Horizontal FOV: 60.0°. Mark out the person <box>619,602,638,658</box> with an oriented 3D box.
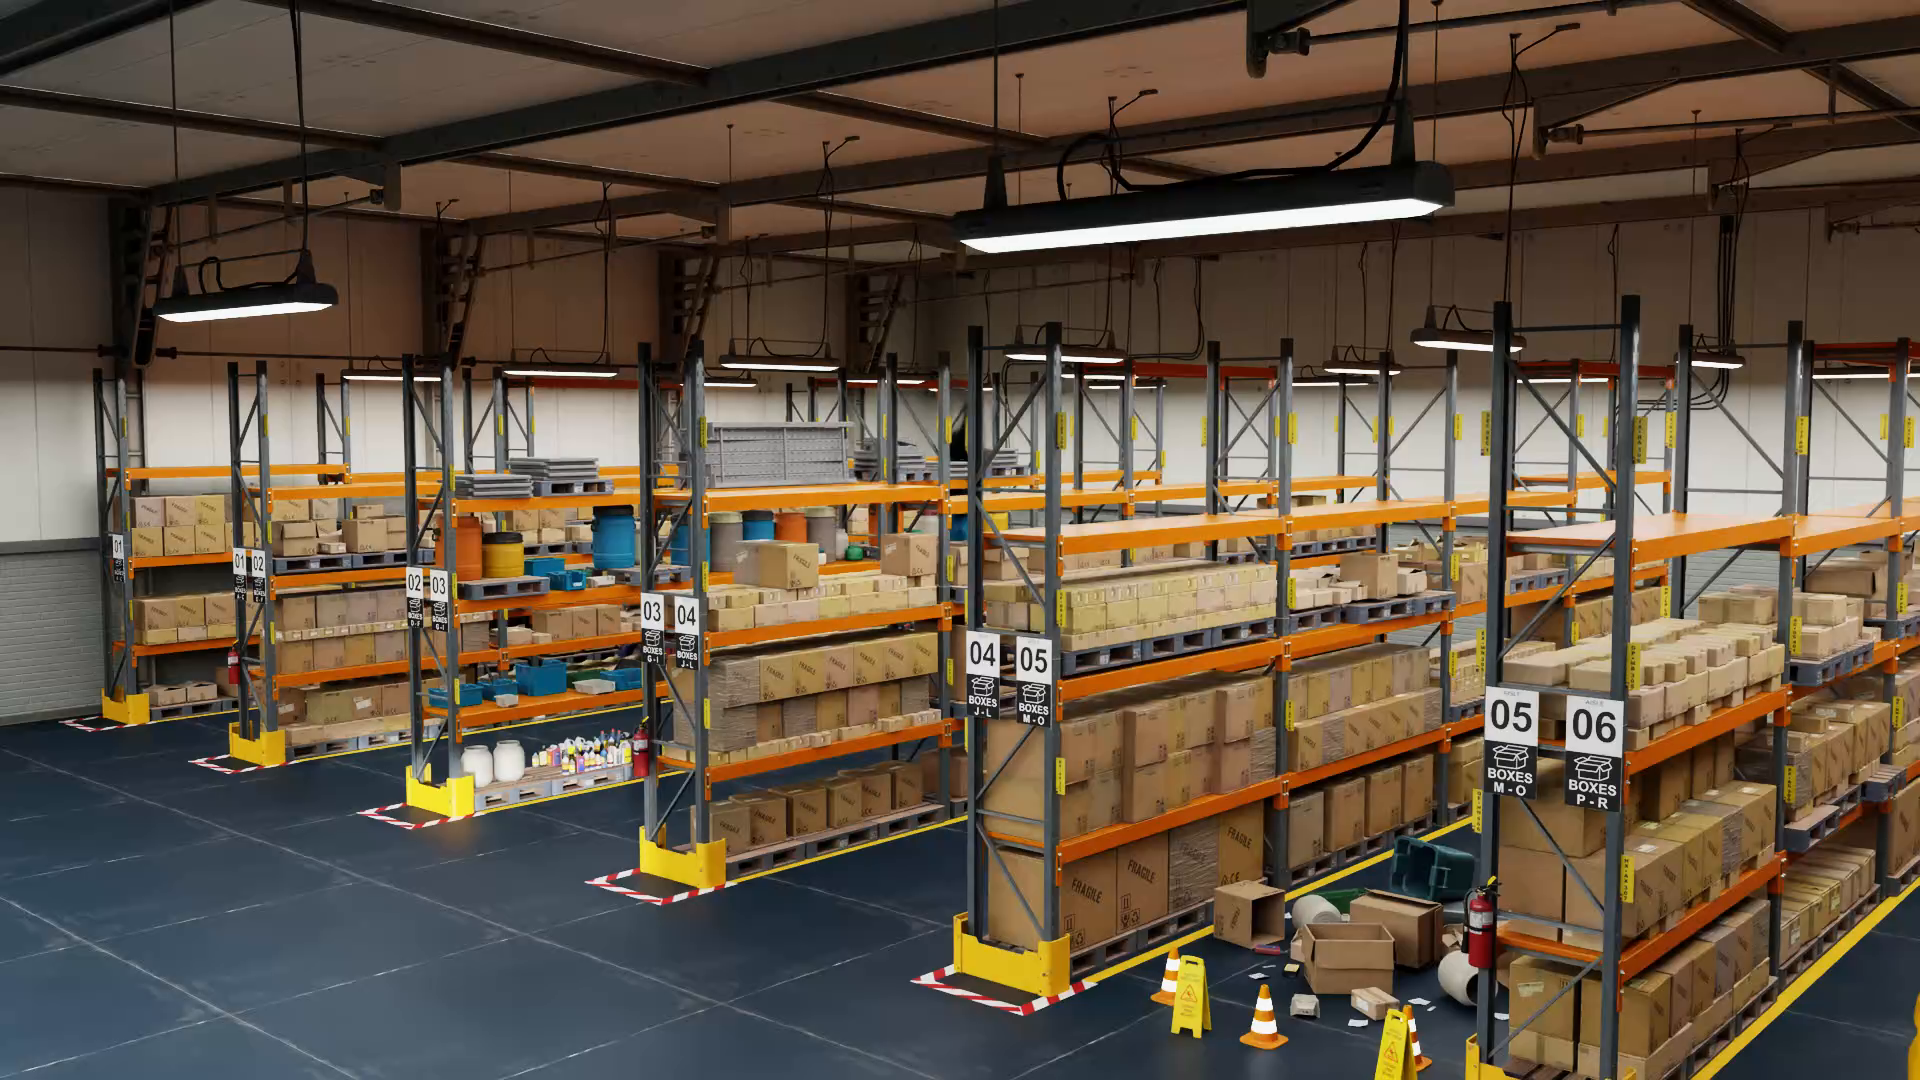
[{"bbox_3d":[-6.393,2.019,32.300,0.606,1.634,0.920,4,6,43],"label":"person"}]
